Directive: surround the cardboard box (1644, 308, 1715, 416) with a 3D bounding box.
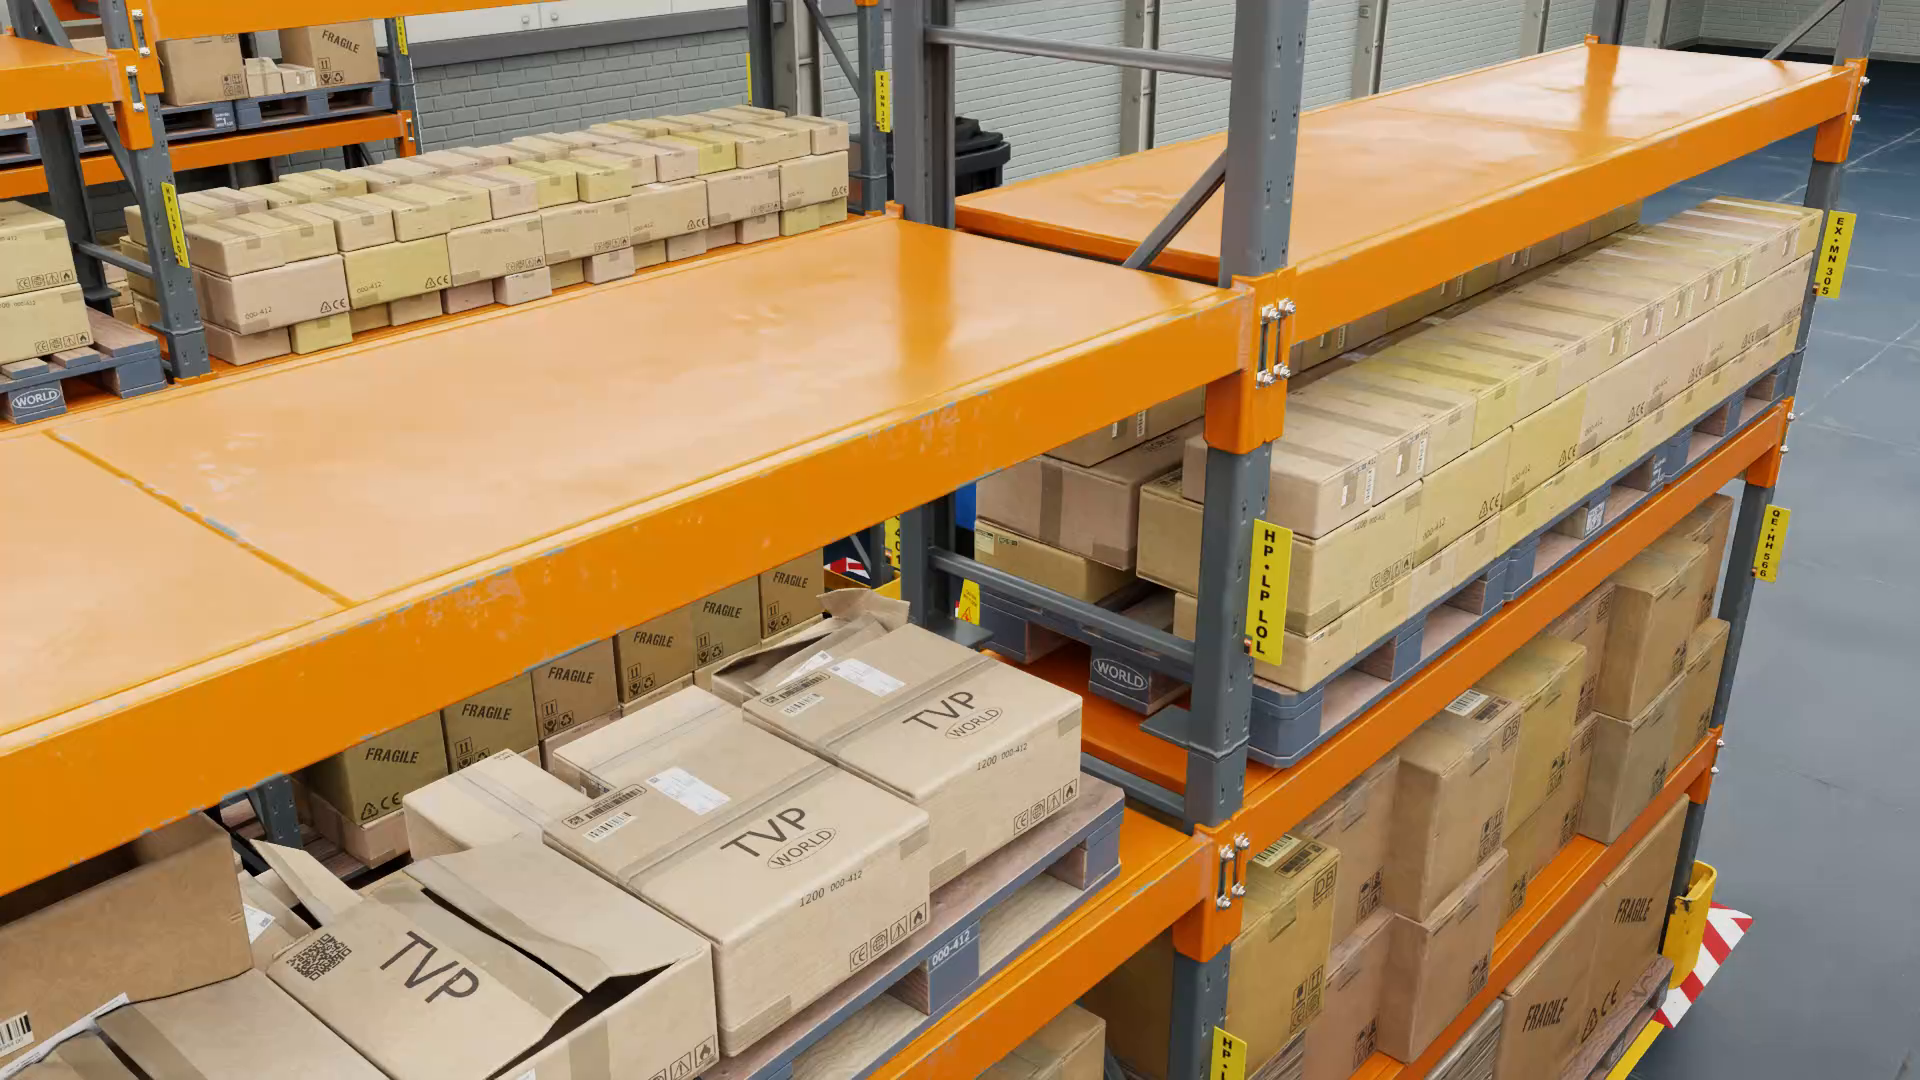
[{"bbox_3d":[2.136,-0.643,5.508,0.500,0.250,0.500,20,31,37],"label":"cardboard box"}]

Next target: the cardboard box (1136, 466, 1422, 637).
[{"bbox_3d":[0.790,-0.027,4.134,0.500,0.250,0.500,20,31,38],"label":"cardboard box"}]

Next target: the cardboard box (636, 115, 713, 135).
[{"bbox_3d":[-1.587,-2.246,9.231,0.380,0.149,0.250,20,31,37],"label":"cardboard box"}]

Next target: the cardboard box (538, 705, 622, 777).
[{"bbox_3d":[-2.204,1.026,9.113,0.500,0.250,0.500,20,31,37],"label":"cardboard box"}]

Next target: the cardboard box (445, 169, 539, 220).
[{"bbox_3d":[-2.217,-1.639,7.877,0.380,0.149,0.250,20,31,37],"label":"cardboard box"}]

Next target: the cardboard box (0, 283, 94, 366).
[{"bbox_3d":[-3.780,-0.877,6.514,0.500,0.250,0.500,19,31,37],"label":"cardboard box"}]

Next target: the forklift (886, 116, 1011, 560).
[{"bbox_3d":[-0.494,-1.628,12.269,3.031,2.935,1.130,21,32,39],"label":"forklift"}]

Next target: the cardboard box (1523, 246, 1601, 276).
[{"bbox_3d":[2.074,-0.942,6.173,0.500,0.250,0.500,20,31,37],"label":"cardboard box"}]

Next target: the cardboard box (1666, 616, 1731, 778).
[{"bbox_3d":[2.711,0.557,7.130,0.875,0.550,0.550,20,31,38],"label":"cardboard box"}]

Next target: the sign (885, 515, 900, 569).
[{"bbox_3d":[-0.159,-0.074,4.324,0.100,0.325,0.005,20,31,38],"label":"sign"}]

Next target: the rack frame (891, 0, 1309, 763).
[{"bbox_3d":[0.255,-1.019,3.495,1.000,3.000,0.127,20,31,38],"label":"rack frame"}]

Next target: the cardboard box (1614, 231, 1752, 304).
[{"bbox_3d":[2.442,-0.927,5.653,0.380,0.149,0.250,21,31,38],"label":"cardboard box"}]

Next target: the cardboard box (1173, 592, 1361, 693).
[{"bbox_3d":[0.751,0.209,4.094,0.380,0.149,0.250,20,31,37],"label":"cardboard box"}]

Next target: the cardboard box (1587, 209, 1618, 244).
[{"bbox_3d":[2.297,-1.265,6.406,0.380,0.149,0.250,20,31,38],"label":"cardboard box"}]

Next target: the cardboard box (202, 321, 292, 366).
[{"bbox_3d":[-3.104,-0.885,7.169,0.380,0.149,0.250,20,31,37],"label":"cardboard box"}]

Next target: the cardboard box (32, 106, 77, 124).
[{"bbox_3d":[-5.981,-2.871,10.820,0.396,0.266,0.258,19,31,36],"label":"cardboard box"}]

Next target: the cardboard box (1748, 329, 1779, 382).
[{"bbox_3d":[2.787,-0.721,6.169,0.380,0.149,0.250,20,31,38],"label":"cardboard box"}]

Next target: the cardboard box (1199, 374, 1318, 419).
[{"bbox_3d":[0.730,-0.329,4.807,0.500,0.250,0.500,20,31,37],"label":"cardboard box"}]

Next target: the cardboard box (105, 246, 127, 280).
[{"bbox_3d":[-5.810,-1.945,11.614,0.380,0.149,0.250,20,31,38],"label":"cardboard box"}]

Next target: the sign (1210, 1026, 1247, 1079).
[{"bbox_3d":[0.666,1.371,4.178,0.100,0.325,0.005,20,31,38],"label":"sign"}]

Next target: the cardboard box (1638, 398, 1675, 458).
[{"bbox_3d":[2.107,-0.411,5.477,0.380,0.149,0.250,20,31,38],"label":"cardboard box"}]

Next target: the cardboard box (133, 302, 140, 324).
[{"bbox_3d":[-5.683,-1.532,11.848,0.500,0.500,0.500,20,31,38],"label":"cardboard box"}]

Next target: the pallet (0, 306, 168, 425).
[{"bbox_3d":[-3.990,-0.727,6.739,1.213,0.211,1.003,20,31,38],"label":"pallet"}]

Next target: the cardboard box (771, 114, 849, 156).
[{"bbox_3d":[-0.835,-2.256,9.251,0.380,0.149,0.250,21,31,38],"label":"cardboard box"}]

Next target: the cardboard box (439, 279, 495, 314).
[{"bbox_3d":[-2.425,-1.199,7.869,0.380,0.149,0.250,19,30,36],"label":"cardboard box"}]

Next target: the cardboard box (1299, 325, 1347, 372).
[{"bbox_3d":[0.937,-0.644,5.022,0.380,0.149,0.250,20,31,38],"label":"cardboard box"}]

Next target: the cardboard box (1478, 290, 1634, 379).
[{"bbox_3d":[1.767,-0.619,4.965,0.380,0.149,0.250,20,31,37],"label":"cardboard box"}]

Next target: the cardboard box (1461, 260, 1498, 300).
[{"bbox_3d":[1.616,-0.954,5.713,0.380,0.149,0.250,20,31,37],"label":"cardboard box"}]

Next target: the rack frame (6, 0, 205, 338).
[{"bbox_3d":[-3.498,-2.340,6.441,1.000,3.000,0.127,20,31,38],"label":"rack frame"}]

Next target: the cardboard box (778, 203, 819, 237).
[{"bbox_3d":[-1.000,-1.806,9.222,0.380,0.149,0.250,20,31,38],"label":"cardboard box"}]

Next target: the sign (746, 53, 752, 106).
[{"bbox_3d":[-1.233,-2.737,9.924,0.100,0.325,0.005,20,31,38],"label":"sign"}]

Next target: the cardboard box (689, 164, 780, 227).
[{"bbox_3d":[-1.316,-1.878,8.898,0.500,0.250,0.500,20,31,37],"label":"cardboard box"}]

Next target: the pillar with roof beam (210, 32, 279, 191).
[{"bbox_3d":[-2.458,-3.771,9.633,9.100,9.000,0.400,20,31,38],"label":"pillar with roof beam"}]

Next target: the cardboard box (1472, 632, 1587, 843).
[{"bbox_3d":[1.618,0.564,5.793,0.875,0.550,0.500,20,31,38],"label":"cardboard box"}]

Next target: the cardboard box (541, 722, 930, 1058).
[{"bbox_3d":[-0.405,0.617,3.060,0.500,0.250,0.500,20,31,37],"label":"cardboard box"}]

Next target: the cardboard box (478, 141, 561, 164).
[{"bbox_3d":[-2.257,-1.932,8.529,0.380,0.149,0.250,21,32,39],"label":"cardboard box"}]

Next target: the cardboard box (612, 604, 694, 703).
[{"bbox_3d":[-1.857,0.527,9.311,0.500,0.500,0.500,19,31,36],"label":"cardboard box"}]

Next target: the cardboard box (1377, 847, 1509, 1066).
[{"bbox_3d":[1.291,1.228,5.633,0.875,0.550,0.550,20,31,38],"label":"cardboard box"}]

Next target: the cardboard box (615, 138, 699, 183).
[{"bbox_3d":[-1.568,-1.969,8.612,0.380,0.149,0.250,20,31,38],"label":"cardboard box"}]

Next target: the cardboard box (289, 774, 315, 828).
[{"bbox_3d":[-3.304,1.207,8.710,0.500,0.250,0.500,22,32,40],"label":"cardboard box"}]

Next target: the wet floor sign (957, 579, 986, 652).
[{"bbox_3d":[0.095,0.487,10.346,0.232,0.644,0.267,-12,27,-25],"label":"wet floor sign"}]

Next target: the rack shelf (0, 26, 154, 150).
[{"bbox_3d":[-4.833,-1.220,5.311,1.077,0.370,4.000,20,31,38],"label":"rack shelf"}]

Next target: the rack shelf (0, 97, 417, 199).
[{"bbox_3d":[-5.863,-2.607,11.581,1.077,0.370,4.000,20,31,38],"label":"rack shelf"}]

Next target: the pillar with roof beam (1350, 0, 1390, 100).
[{"bbox_3d":[9.556,-9.255,21.865,9.100,9.000,0.400,20,31,38],"label":"pillar with roof beam"}]

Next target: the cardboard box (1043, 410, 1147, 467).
[{"bbox_3d":[0.262,-0.335,4.333,0.380,0.149,0.250,20,31,37],"label":"cardboard box"}]

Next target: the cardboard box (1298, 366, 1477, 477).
[{"bbox_3d":[1.090,-0.310,4.277,0.380,0.149,0.250,20,31,37],"label":"cardboard box"}]

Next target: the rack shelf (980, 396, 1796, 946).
[{"bbox_3d":[1.590,0.068,5.615,1.077,0.370,4.000,20,31,38],"label":"rack shelf"}]

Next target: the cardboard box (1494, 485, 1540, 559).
[{"bbox_3d":[1.429,-0.102,4.787,0.380,0.149,0.250,20,31,37],"label":"cardboard box"}]

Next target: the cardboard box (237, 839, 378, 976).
[{"bbox_3d":[-1.151,0.686,2.888,0.396,0.266,0.258,20,31,38],"label":"cardboard box"}]

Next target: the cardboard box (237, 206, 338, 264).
[{"bbox_3d":[-2.893,-1.315,7.153,0.380,0.149,0.250,21,32,39],"label":"cardboard box"}]

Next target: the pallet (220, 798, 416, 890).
[{"bbox_3d":[-3.077,1.456,8.717,1.003,0.211,1.213,20,31,38],"label":"pallet"}]

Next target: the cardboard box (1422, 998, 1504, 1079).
[{"bbox_3d":[1.326,2.048,6.071,0.875,0.875,0.875,20,31,38],"label":"cardboard box"}]

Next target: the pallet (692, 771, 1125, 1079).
[{"bbox_3d":[-0.320,0.730,3.495,0.805,0.209,1.217,19,30,36],"label":"pallet"}]

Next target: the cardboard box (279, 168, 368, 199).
[{"bbox_3d":[-3.017,-1.647,7.893,0.380,0.149,0.250,21,32,39],"label":"cardboard box"}]

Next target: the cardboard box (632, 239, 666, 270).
[{"bbox_3d":[-1.734,-1.508,8.558,0.380,0.149,0.250,19,30,36],"label":"cardboard box"}]

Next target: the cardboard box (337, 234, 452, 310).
[{"bbox_3d":[-2.664,-1.258,7.513,0.500,0.250,0.500,20,31,37],"label":"cardboard box"}]

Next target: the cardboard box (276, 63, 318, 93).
[{"bbox_3d":[-4.855,-3.331,11.990,0.380,0.149,0.250,19,30,36],"label":"cardboard box"}]
